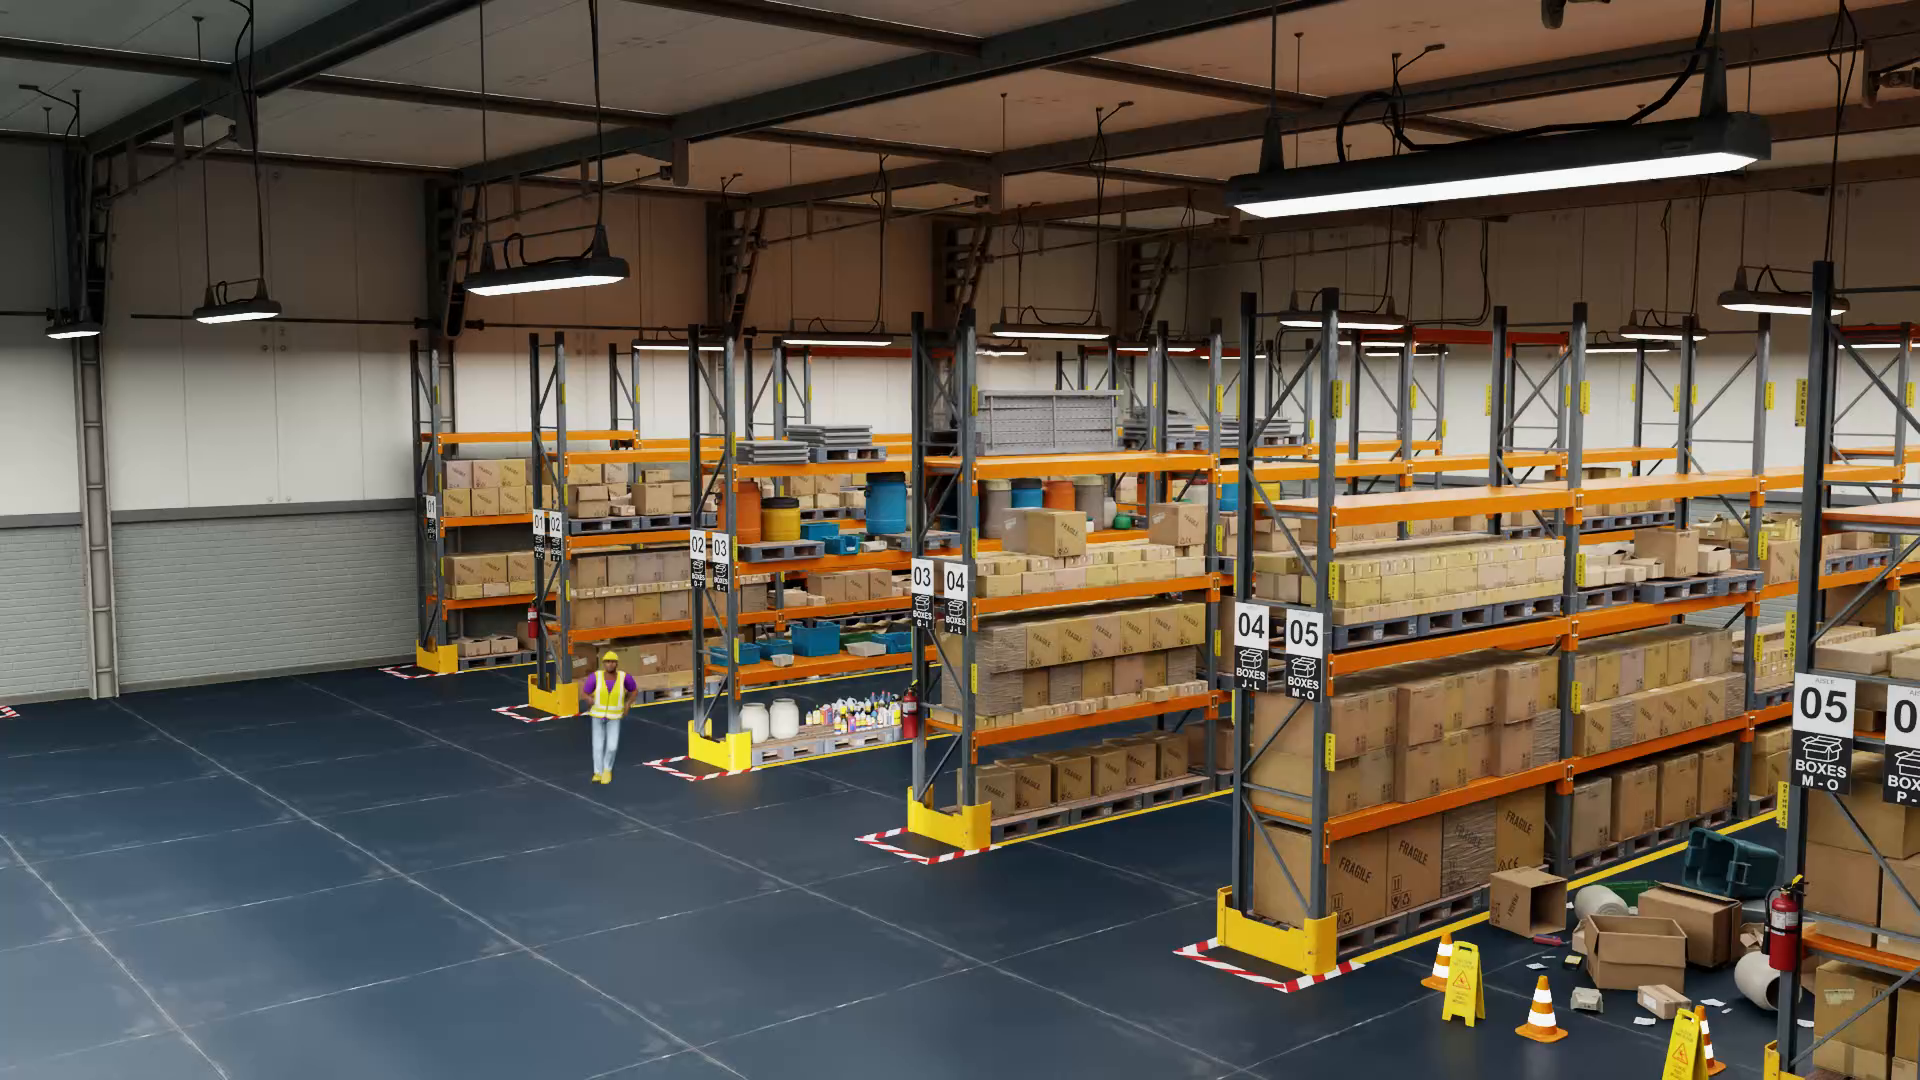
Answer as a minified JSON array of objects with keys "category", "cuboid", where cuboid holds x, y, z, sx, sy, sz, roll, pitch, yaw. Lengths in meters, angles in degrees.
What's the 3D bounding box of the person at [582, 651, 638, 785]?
[{"category":"person","cuboid":[-4.543,2.314,21.543,0.705,1.755,0.654,-1,5,-7]}]
